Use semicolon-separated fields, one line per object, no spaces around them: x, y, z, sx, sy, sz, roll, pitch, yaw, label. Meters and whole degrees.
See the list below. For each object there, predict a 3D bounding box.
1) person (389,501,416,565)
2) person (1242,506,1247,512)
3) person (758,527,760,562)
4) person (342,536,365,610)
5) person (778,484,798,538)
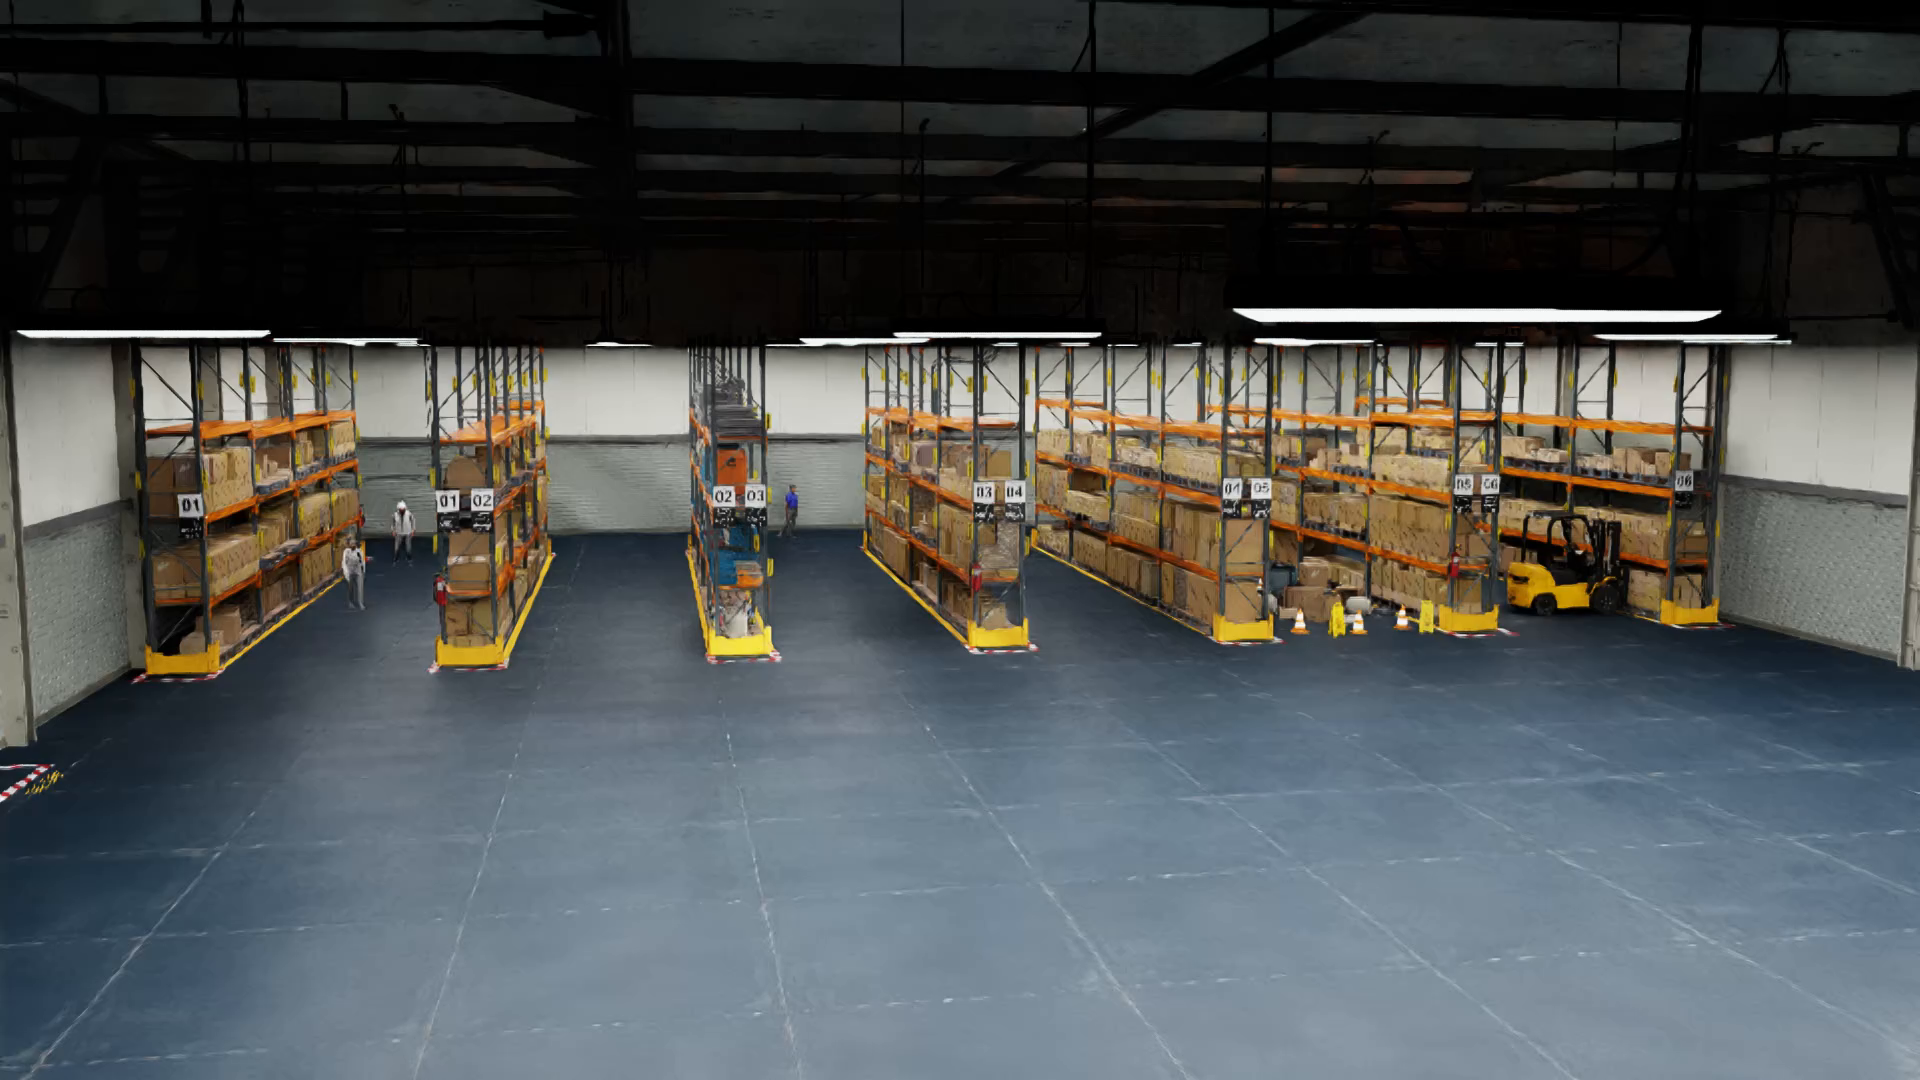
-14.803;-0.186;44.192;0.677;1.726;0.574;-2;7;-13;person
7.094;0.027;41.967;0.588;1.763;0.685;2;7;14;person
-5.492;-0.216;44.208;0.386;1.727;0.653;-2;7;-18;person
-13.361;0.710;36.619;0.470;1.621;0.995;-2;7;-19;person
-5.215;-0.880;50.478;0.479;1.651;0.622;5;8;38;person
